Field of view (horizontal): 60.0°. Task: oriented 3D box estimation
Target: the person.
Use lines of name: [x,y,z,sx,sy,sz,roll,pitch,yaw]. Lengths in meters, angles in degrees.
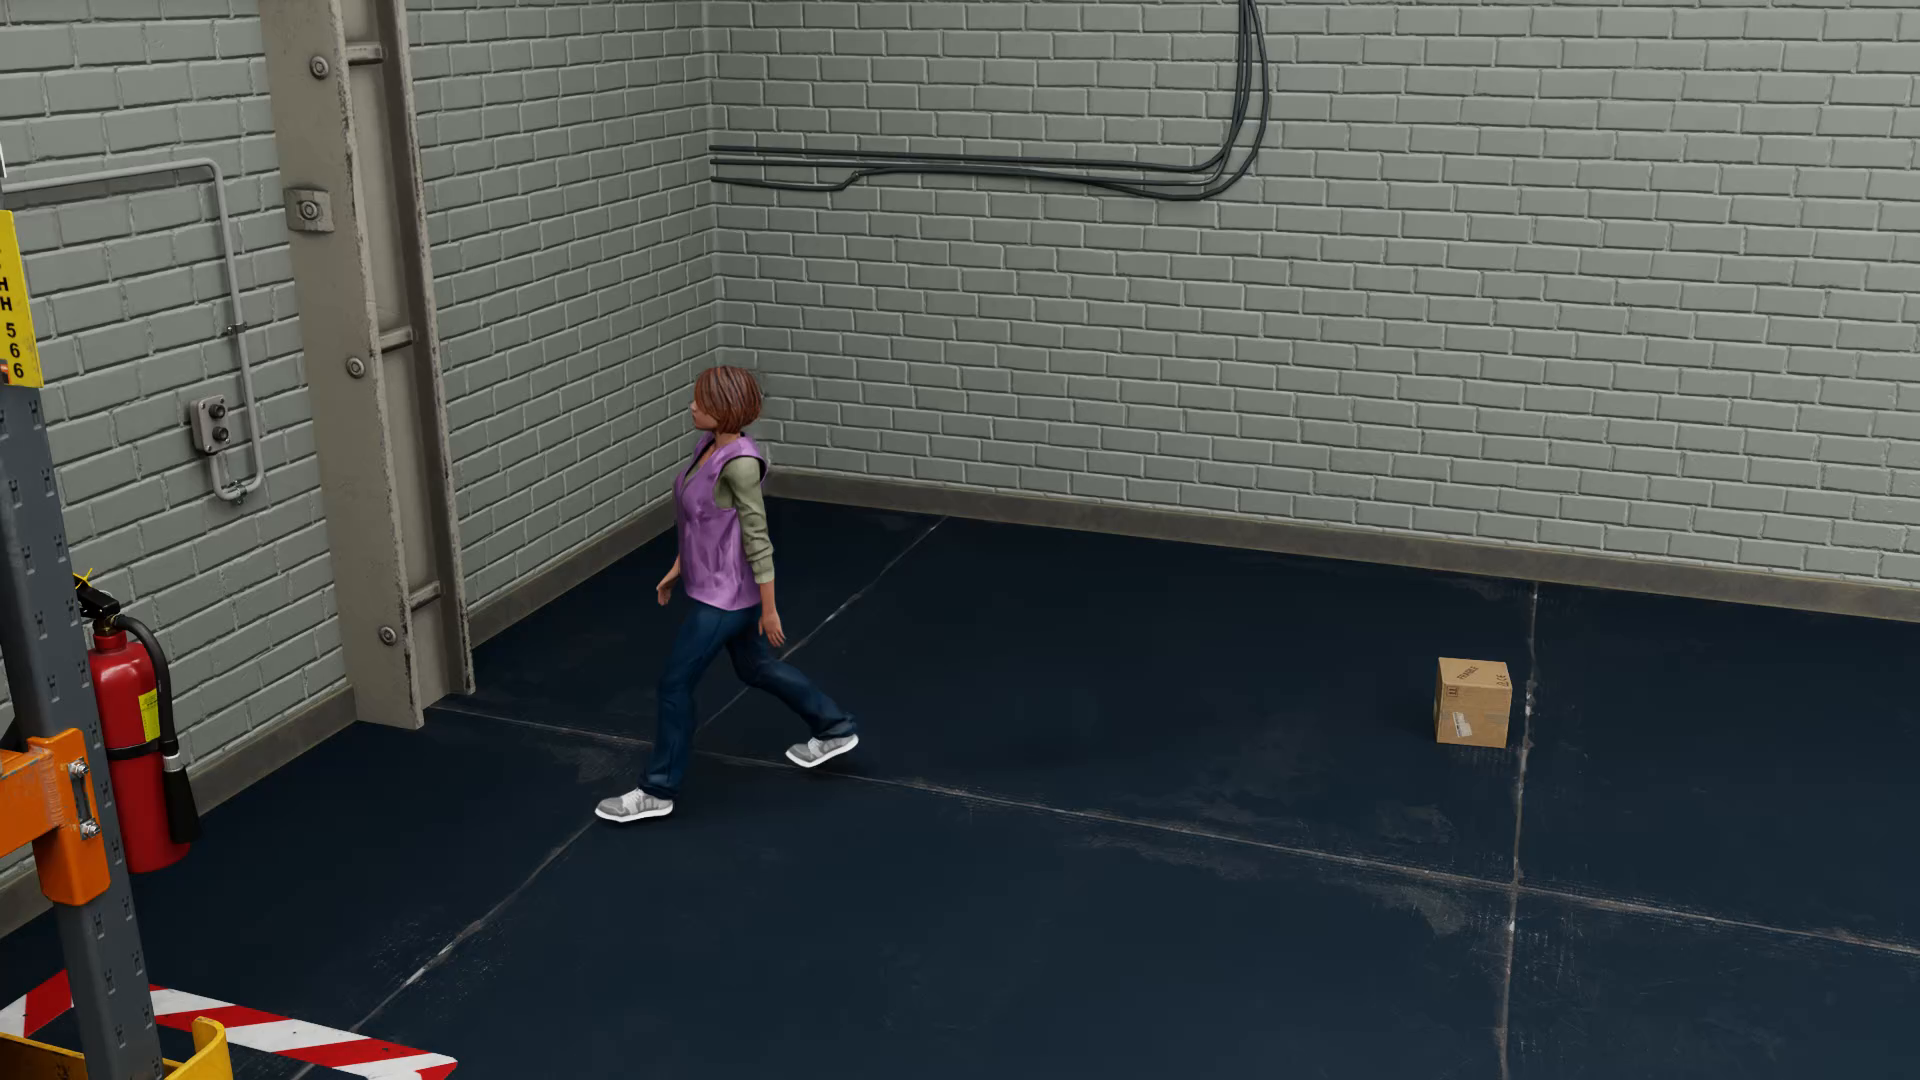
person: [-0.806,0.161,5.611,0.949,1.543,0.428,-5,20,-14]
